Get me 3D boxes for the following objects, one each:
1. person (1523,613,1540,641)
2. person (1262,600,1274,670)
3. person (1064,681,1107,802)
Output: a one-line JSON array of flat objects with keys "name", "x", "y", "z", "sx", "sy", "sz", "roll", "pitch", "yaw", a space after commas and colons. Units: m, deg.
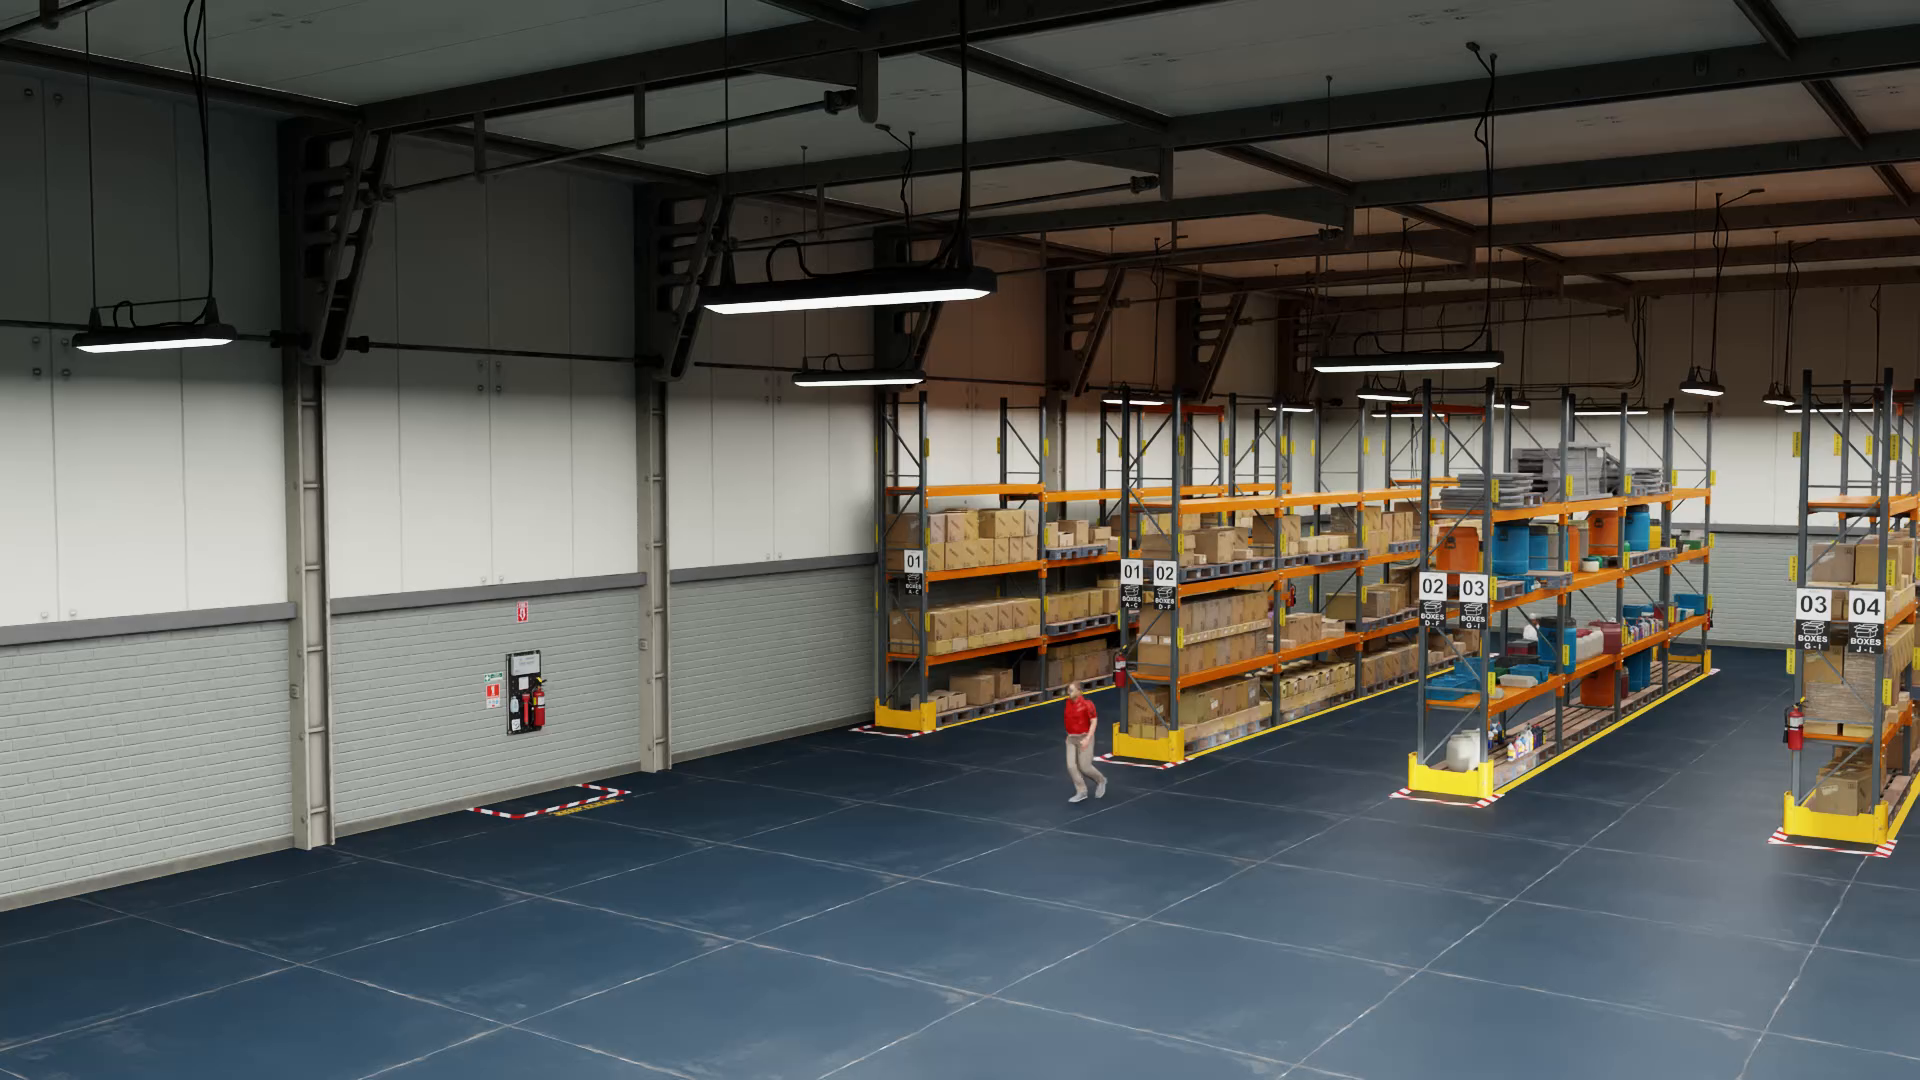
[{"name": "person", "x": 11.749, "y": 2.299, "z": 34.002, "sx": 0.484, "sy": 1.598, "sz": 1.022, "roll": 2, "pitch": 4, "yaw": 32}, {"name": "person", "x": 6.991, "y": 2.120, "z": 37.583, "sx": 0.432, "sy": 1.551, "sz": 0.899, "roll": 2, "pitch": 4, "yaw": 34}, {"name": "person", "x": 1.775, "y": 2.845, "z": 23.628, "sx": 0.612, "sy": 1.707, "sz": 0.598, "roll": -3, "pitch": 4, "yaw": -43}]
